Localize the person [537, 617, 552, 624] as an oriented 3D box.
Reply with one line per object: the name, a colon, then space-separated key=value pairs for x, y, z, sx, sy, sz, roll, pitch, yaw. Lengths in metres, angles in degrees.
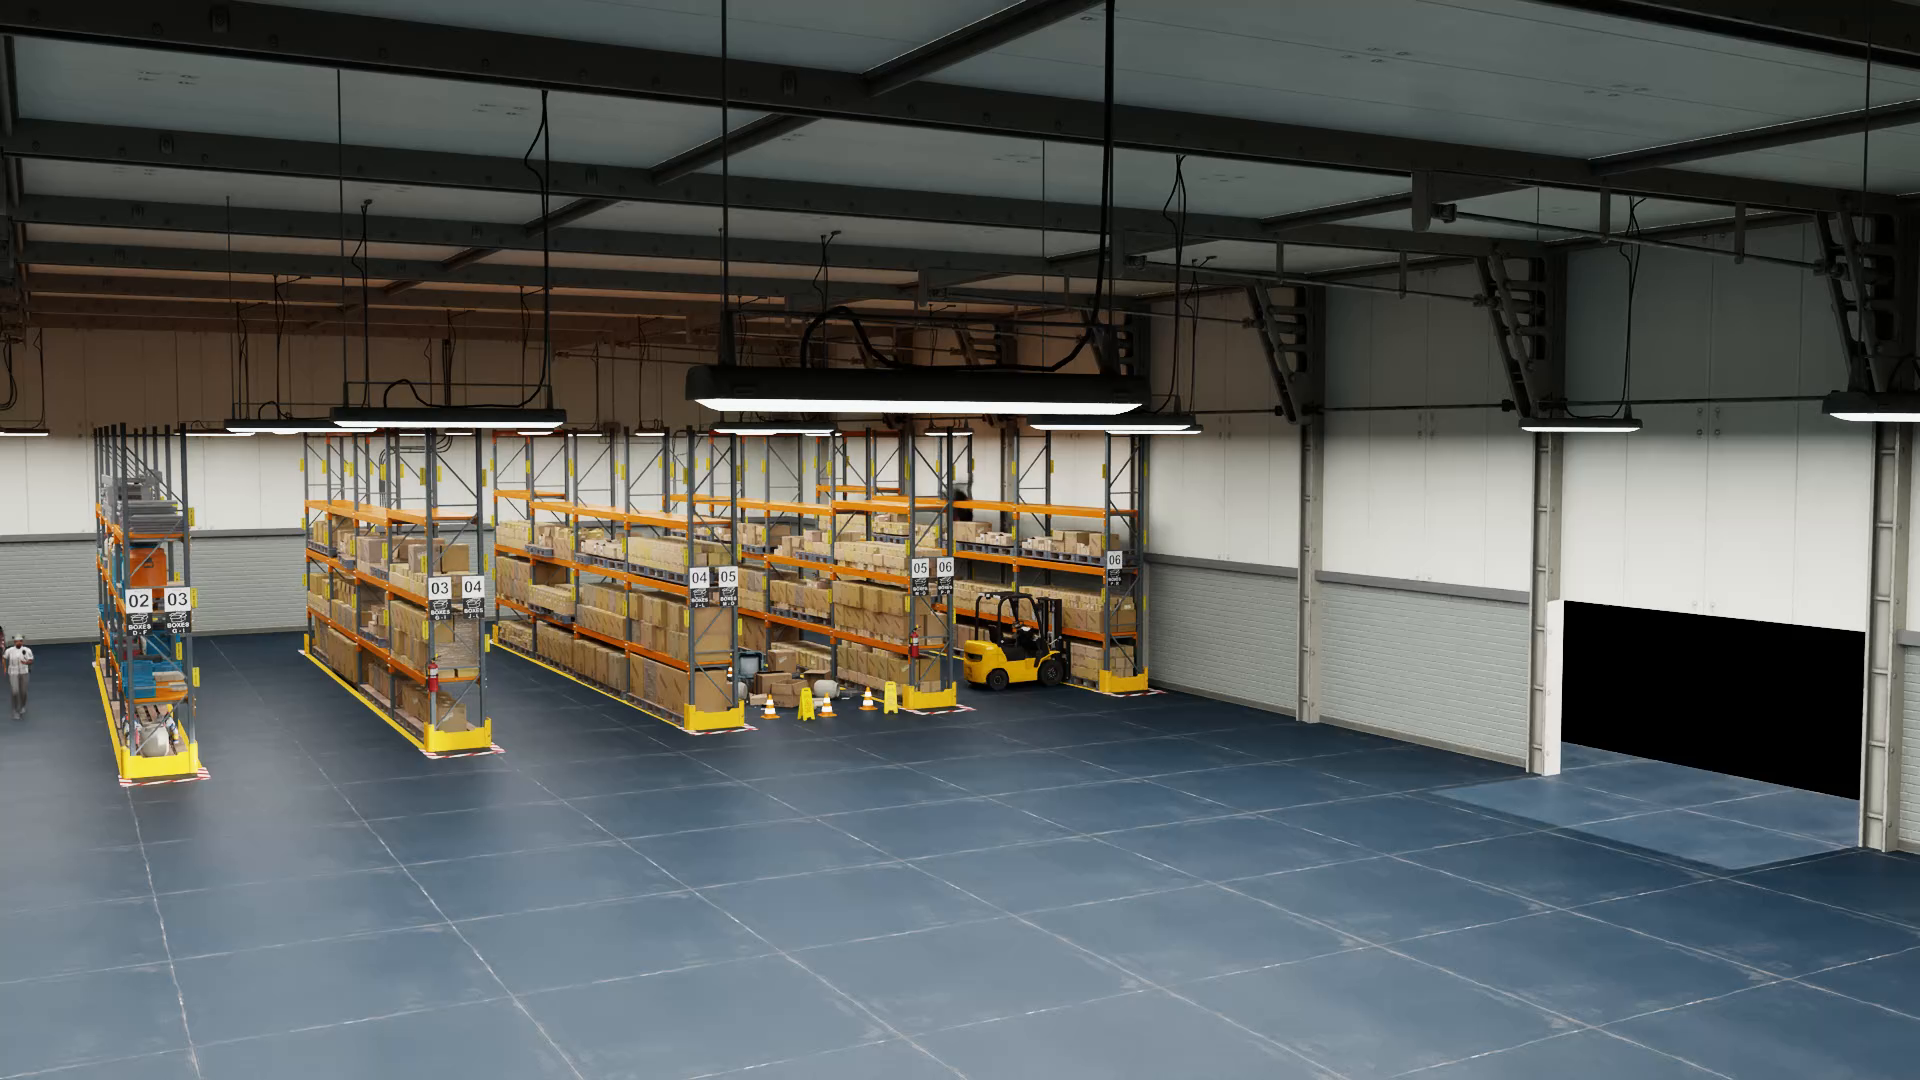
person: x=-12.149 y=1.977 z=48.338 sx=0.903 sy=1.596 sz=0.660 roll=2 pitch=4 yaw=29

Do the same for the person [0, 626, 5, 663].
person: x=-21.939 y=2.557 z=37.607 sx=0.839 sy=1.754 sz=0.716 roll=3 pitch=5 yaw=44

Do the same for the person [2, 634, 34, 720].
person: x=-19.373 y=2.803 z=34.228 sx=0.549 sy=1.755 sz=0.764 roll=-2 pitch=4 yaw=-35
